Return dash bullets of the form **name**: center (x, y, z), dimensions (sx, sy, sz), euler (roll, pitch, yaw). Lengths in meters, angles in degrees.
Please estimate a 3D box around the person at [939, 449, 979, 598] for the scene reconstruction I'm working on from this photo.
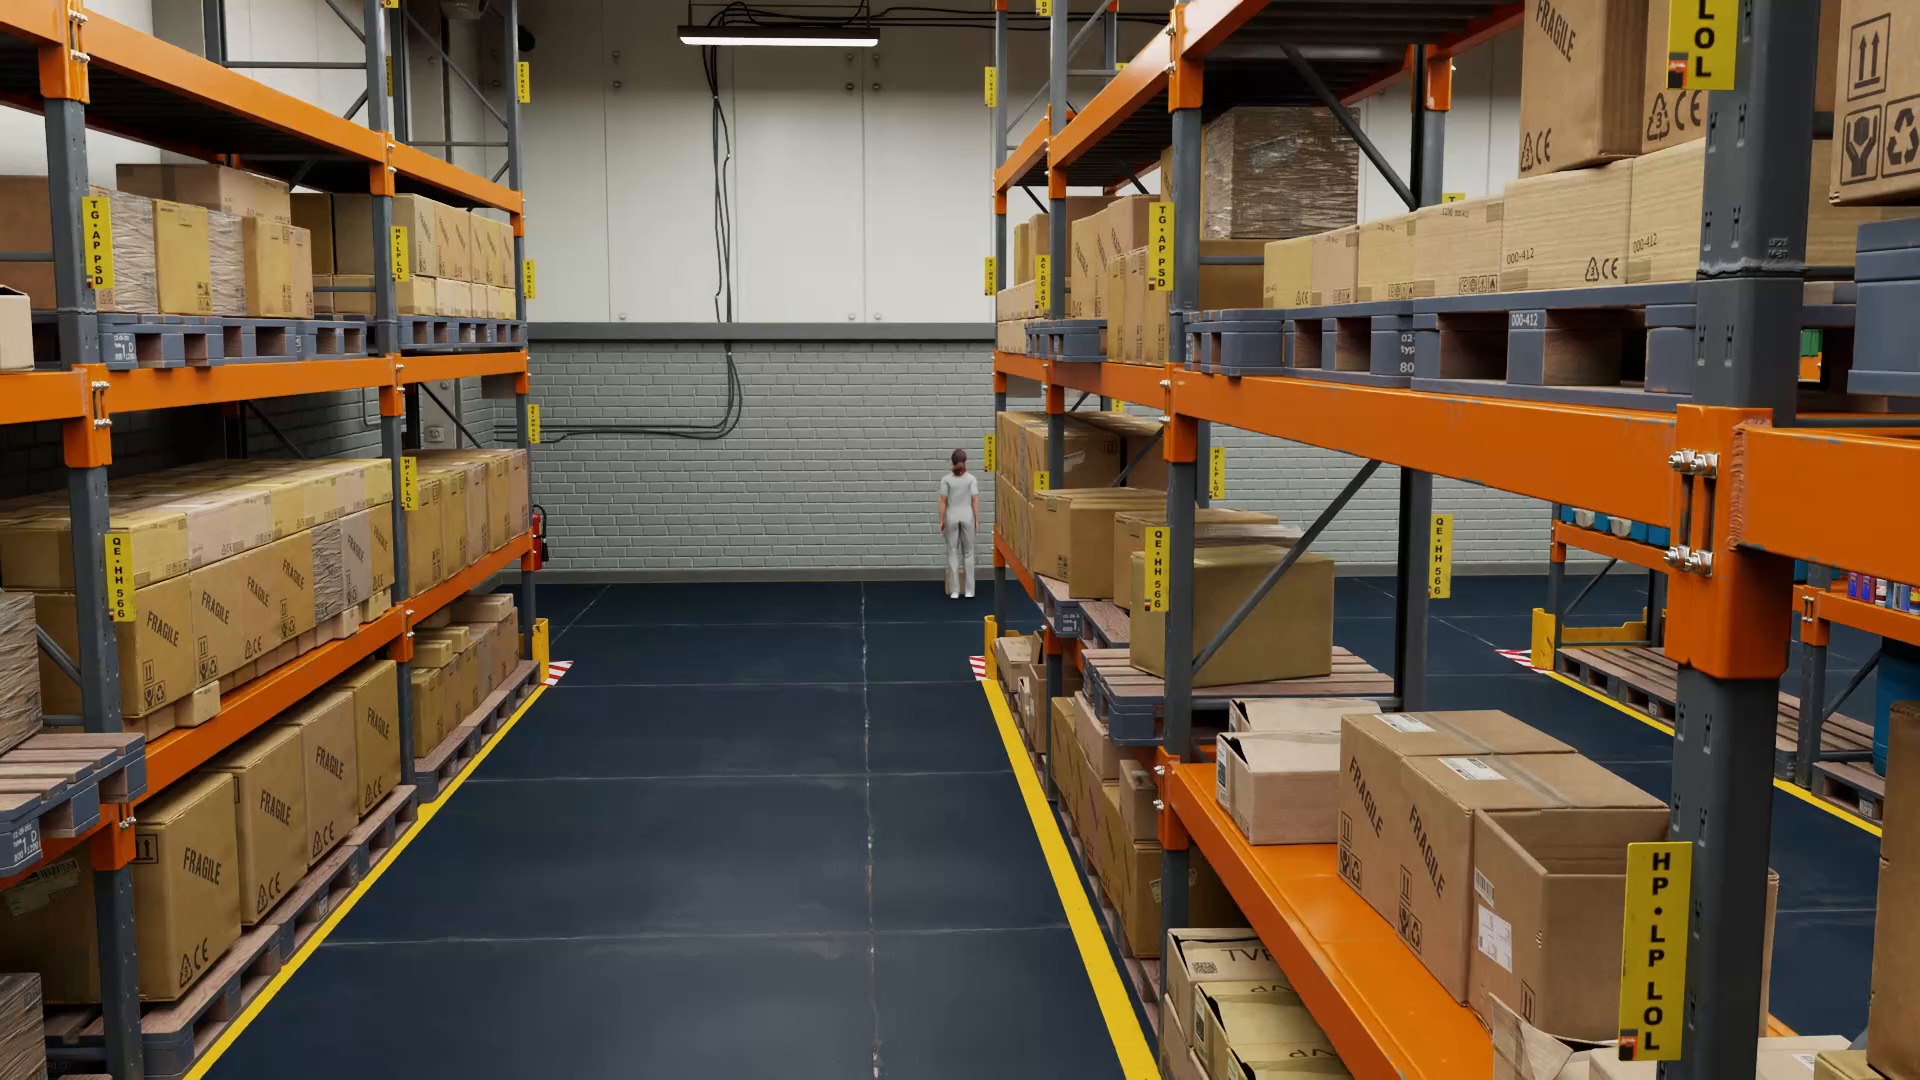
- **person**: center (-0.019, -0.185, 18.649), dimensions (0.448, 1.684, 0.455), euler (0, 7, -4)
